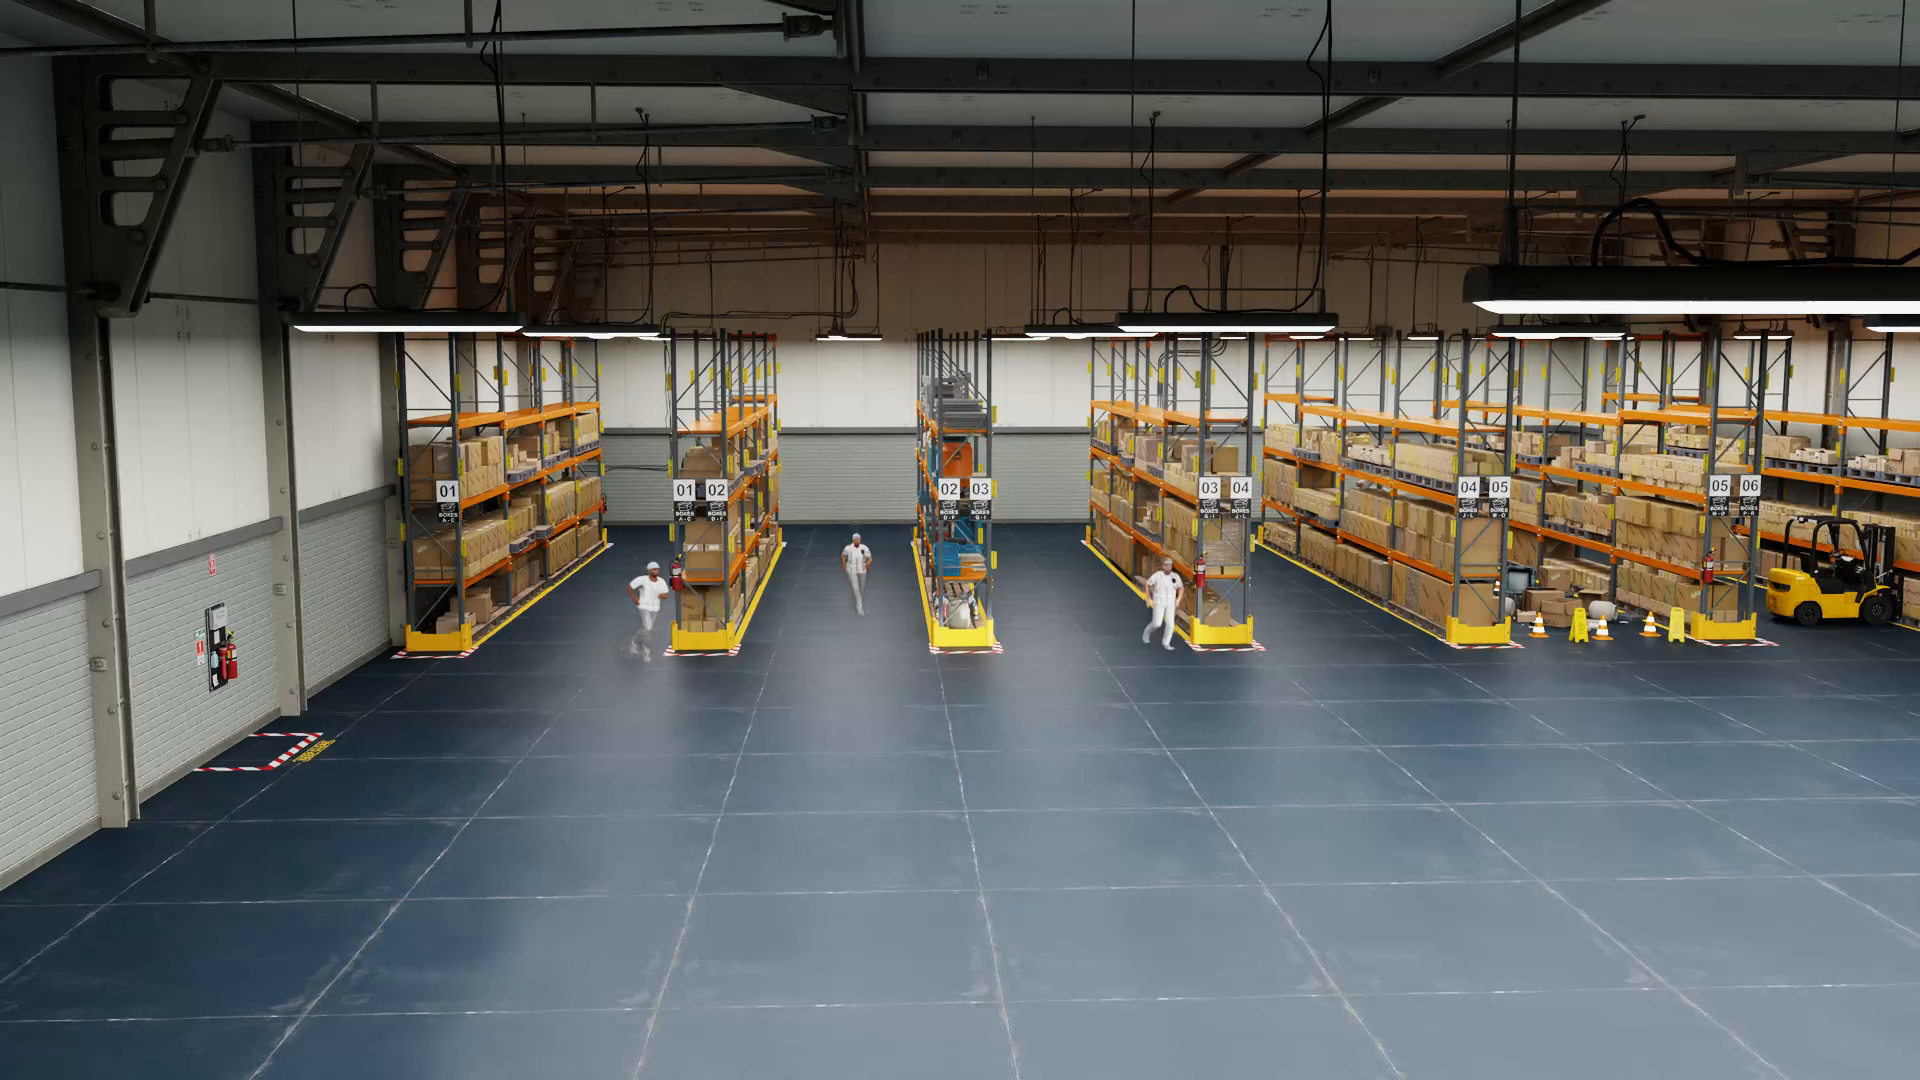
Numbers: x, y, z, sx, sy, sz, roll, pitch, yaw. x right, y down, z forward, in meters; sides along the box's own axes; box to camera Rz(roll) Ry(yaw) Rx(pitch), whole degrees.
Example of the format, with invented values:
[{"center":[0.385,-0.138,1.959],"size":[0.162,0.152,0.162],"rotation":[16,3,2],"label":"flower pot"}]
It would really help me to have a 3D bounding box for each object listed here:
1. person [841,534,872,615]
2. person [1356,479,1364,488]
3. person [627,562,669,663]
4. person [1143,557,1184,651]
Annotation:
[{"center":[-2.143,0.684,34.620],"size":[0.630,1.662,0.864],"rotation":[-1,7,-9],"label":"person"},{"center":[11.799,-0.939,49.099],"size":[0.881,1.762,0.680],"rotation":[-2,7,-13],"label":"person"},{"center":[-5.679,1.286,30.403],"size":[0.704,1.797,0.800],"rotation":[-7,9,-44],"label":"person"},{"center":[3.866,1.187,31.353],"size":[0.739,1.739,0.637],"rotation":[-1,7,-9],"label":"person"}]
